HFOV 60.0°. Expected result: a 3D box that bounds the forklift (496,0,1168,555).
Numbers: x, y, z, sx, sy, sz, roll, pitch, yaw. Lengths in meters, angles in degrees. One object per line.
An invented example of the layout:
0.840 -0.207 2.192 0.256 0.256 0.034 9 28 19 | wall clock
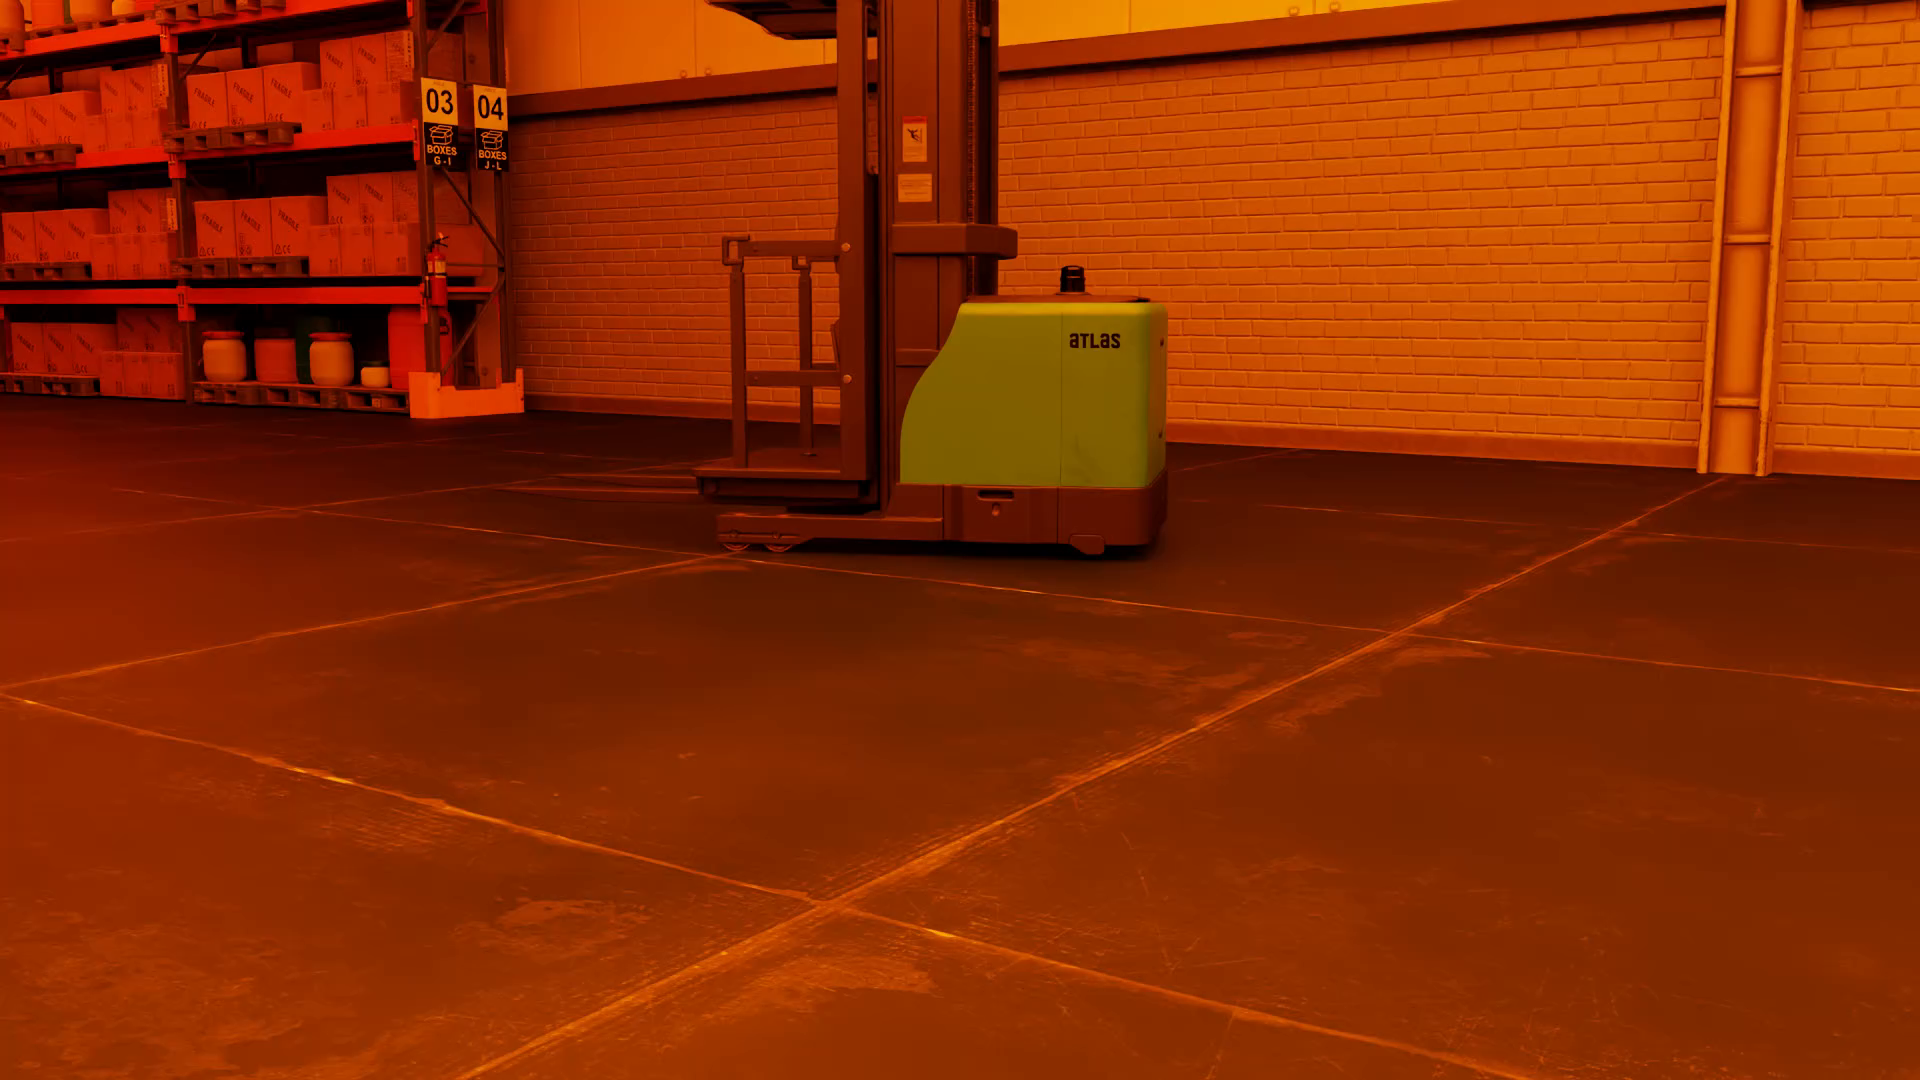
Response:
-0.596 -1.469 7.520 3.031 2.935 1.130 2 8 12 | forklift
